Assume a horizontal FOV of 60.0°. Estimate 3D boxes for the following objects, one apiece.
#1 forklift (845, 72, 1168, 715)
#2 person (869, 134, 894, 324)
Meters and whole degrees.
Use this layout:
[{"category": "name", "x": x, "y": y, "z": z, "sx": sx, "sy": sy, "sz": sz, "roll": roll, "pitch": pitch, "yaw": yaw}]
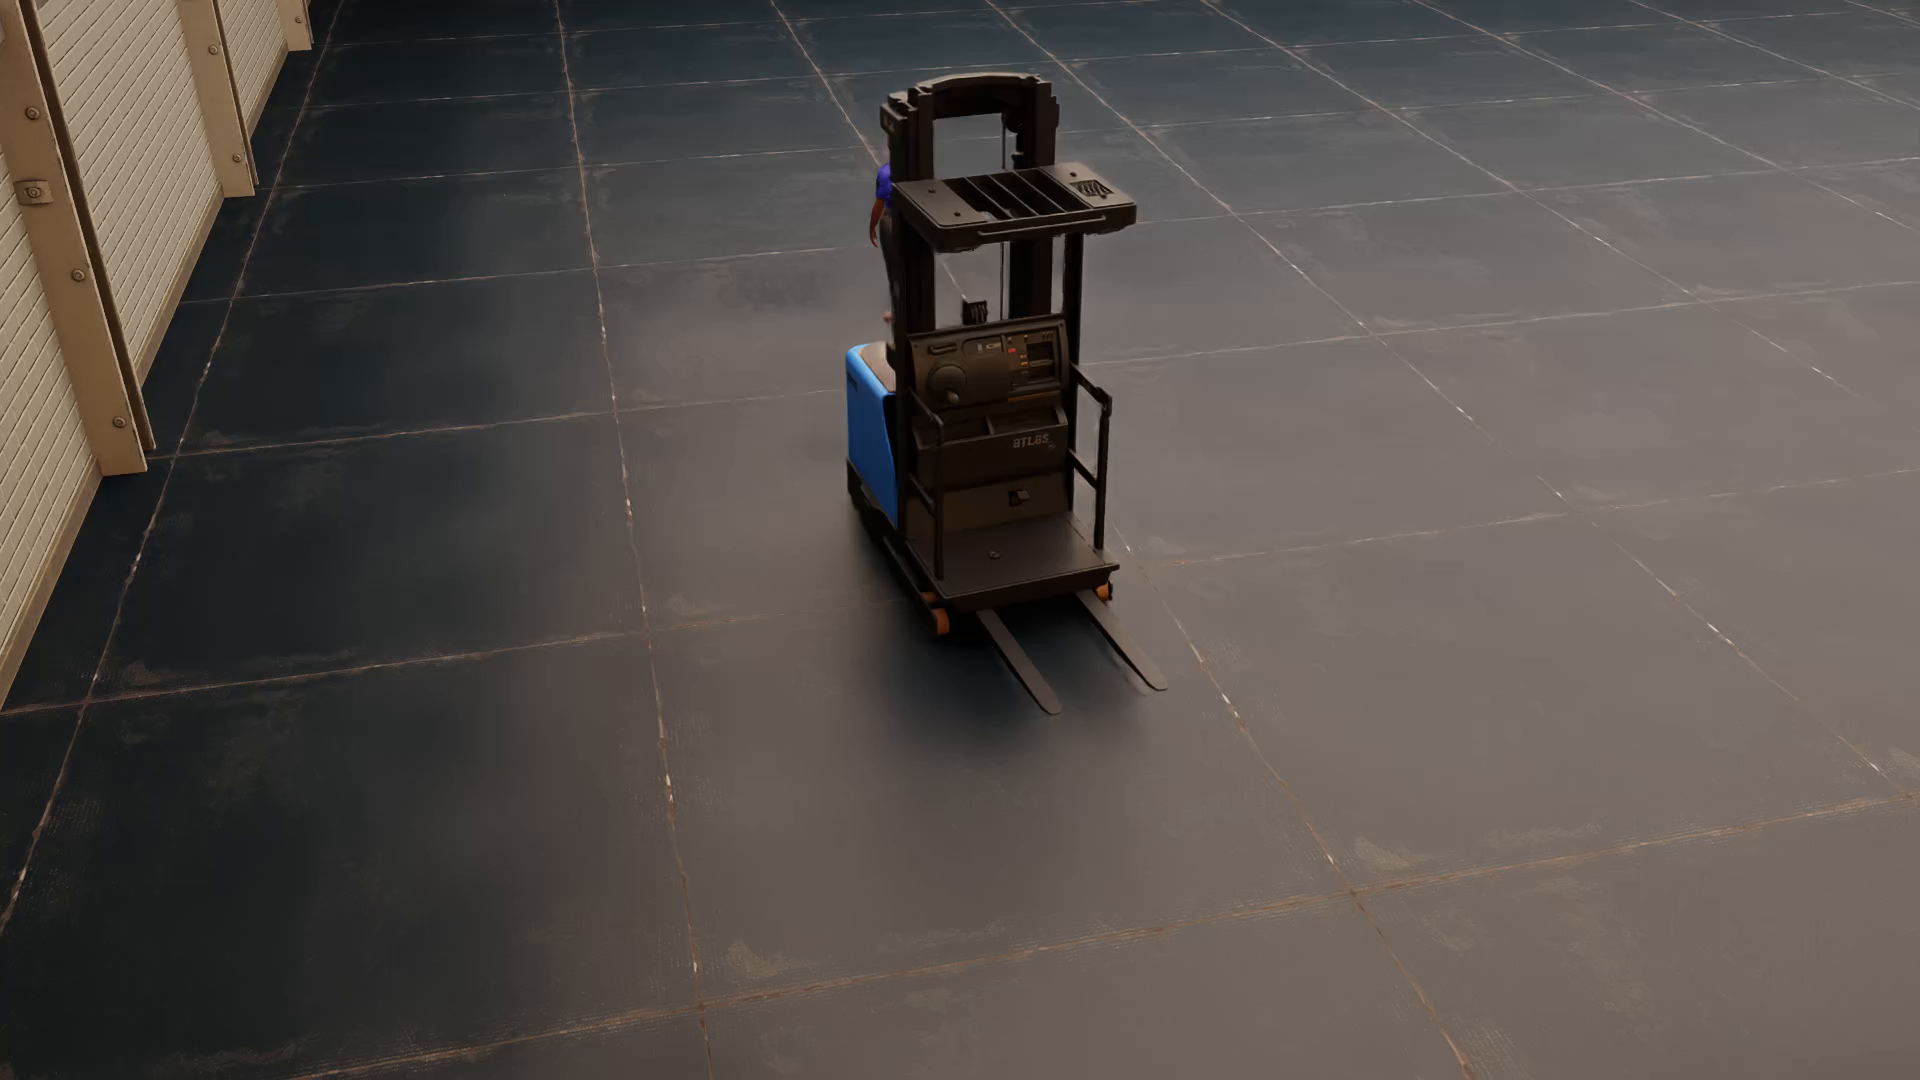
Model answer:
[{"category": "forklift", "x": 0.251, "y": -0.951, "z": 9.217, "sx": 1.130, "sy": 2.935, "sz": 3.031, "roll": -11, "pitch": 32, "yaw": -18}, {"category": "person", "x": -0.481, "y": -2.499, "z": 13.150, "sx": 0.569, "sy": 1.656, "sz": 0.503, "roll": -16, "pitch": 34, "yaw": -25}]
